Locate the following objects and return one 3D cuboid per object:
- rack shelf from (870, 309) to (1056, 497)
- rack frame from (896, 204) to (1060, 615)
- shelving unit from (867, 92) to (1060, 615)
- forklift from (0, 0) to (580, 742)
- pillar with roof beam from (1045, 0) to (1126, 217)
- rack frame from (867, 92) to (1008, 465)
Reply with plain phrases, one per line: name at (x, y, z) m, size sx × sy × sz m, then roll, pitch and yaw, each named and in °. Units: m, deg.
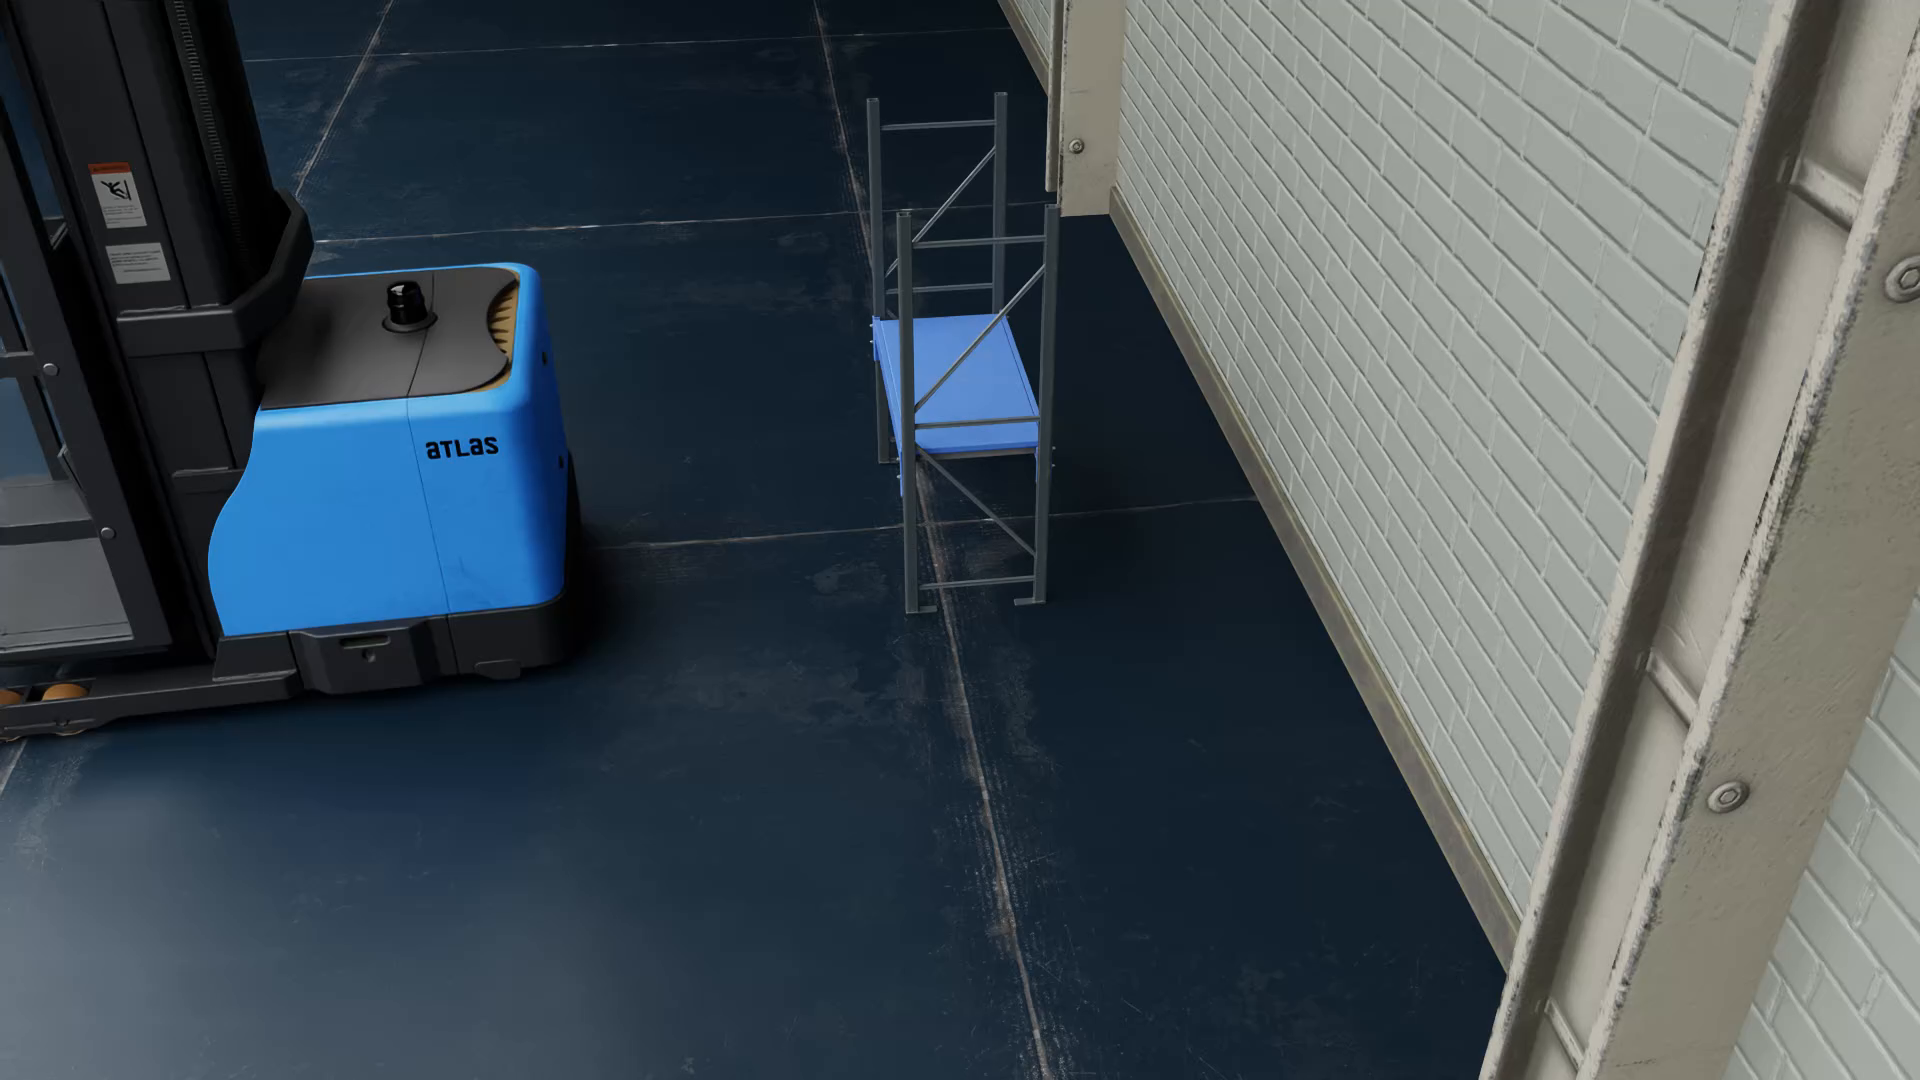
rack shelf at (-0.011, -0.519, 5.999) m, size 0.538 × 0.185 × 1.000 m, roll -4°, pitch 35°, yaw -6°
rack frame at (0.057, -0.384, 5.481) m, size 0.500 × 1.500 × 0.032 m, roll -4°, pitch 35°, yaw -6°
shelving unit at (-0.011, -0.667, 5.897) m, size 0.538 × 1.500 × 1.048 m, roll -4°, pitch 35°, yaw -6°
forklift at (-2.857, -0.888, 4.951) m, size 3.031 × 2.935 × 1.130 m, roll -6°, pitch 35°, yaw -8°
pillar with roof beam at (-3.622, -5.216, 5.913) m, size 9.100 × 9.000 × 0.400 m, roll -4°, pitch 35°, yaw -6°
rack frame at (-0.080, -0.951, 6.314) m, size 0.500 × 1.500 × 0.032 m, roll -4°, pitch 35°, yaw -6°
